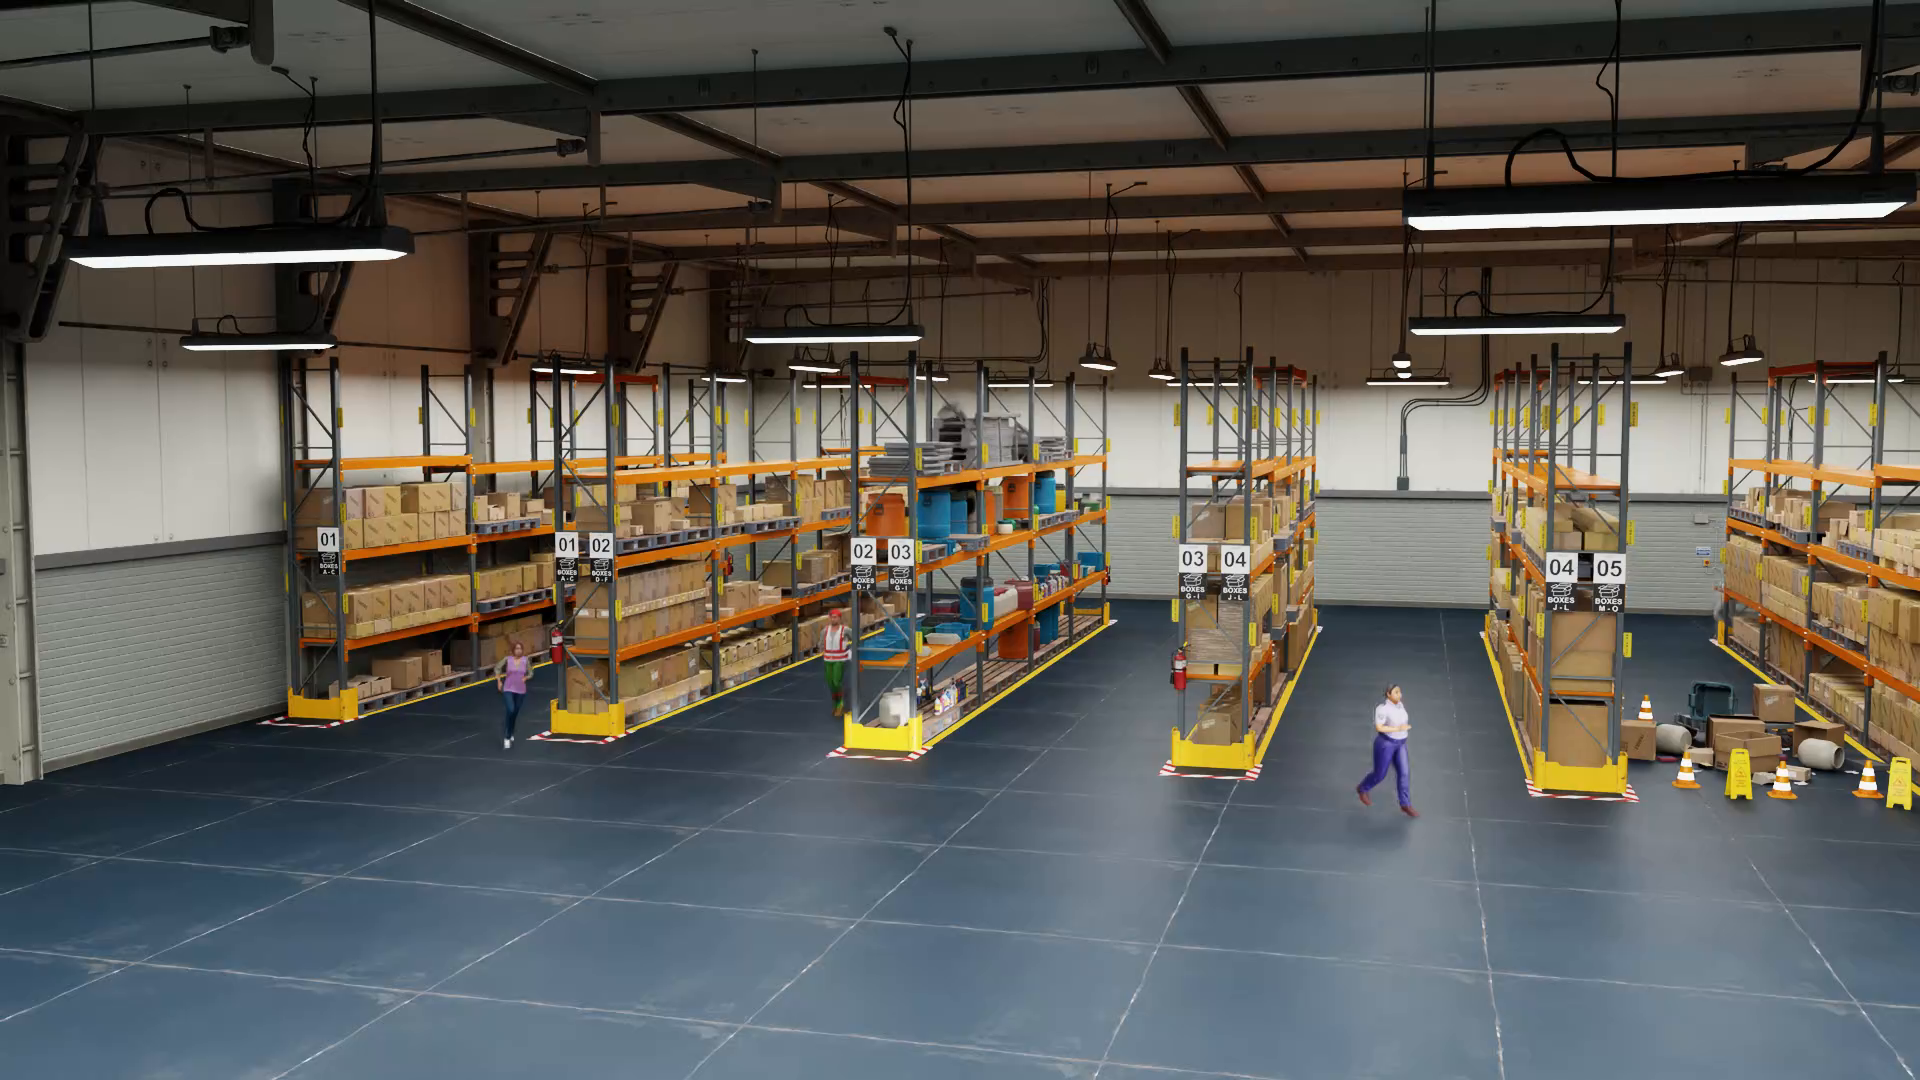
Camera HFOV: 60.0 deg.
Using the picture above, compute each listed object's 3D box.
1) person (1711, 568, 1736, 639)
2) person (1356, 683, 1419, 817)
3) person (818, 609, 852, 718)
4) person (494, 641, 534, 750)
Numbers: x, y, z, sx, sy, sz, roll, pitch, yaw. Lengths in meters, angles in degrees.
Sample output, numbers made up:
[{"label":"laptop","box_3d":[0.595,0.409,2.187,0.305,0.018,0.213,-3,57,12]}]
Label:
[{"label":"person","box_3d":[17.399,1.399,37.667,0.749,1.757,0.542,1,4,10]},{"label":"person","box_3d":[5.412,2.612,20.990,0.607,1.635,0.945,-3,5,-31]},{"label":"person","box_3d":[-2.098,2.069,27.872,0.631,1.822,0.692,2,4,21]},{"label":"person","box_3d":[-6.814,2.354,25.452,0.542,1.630,0.715,-3,5,-31]}]
